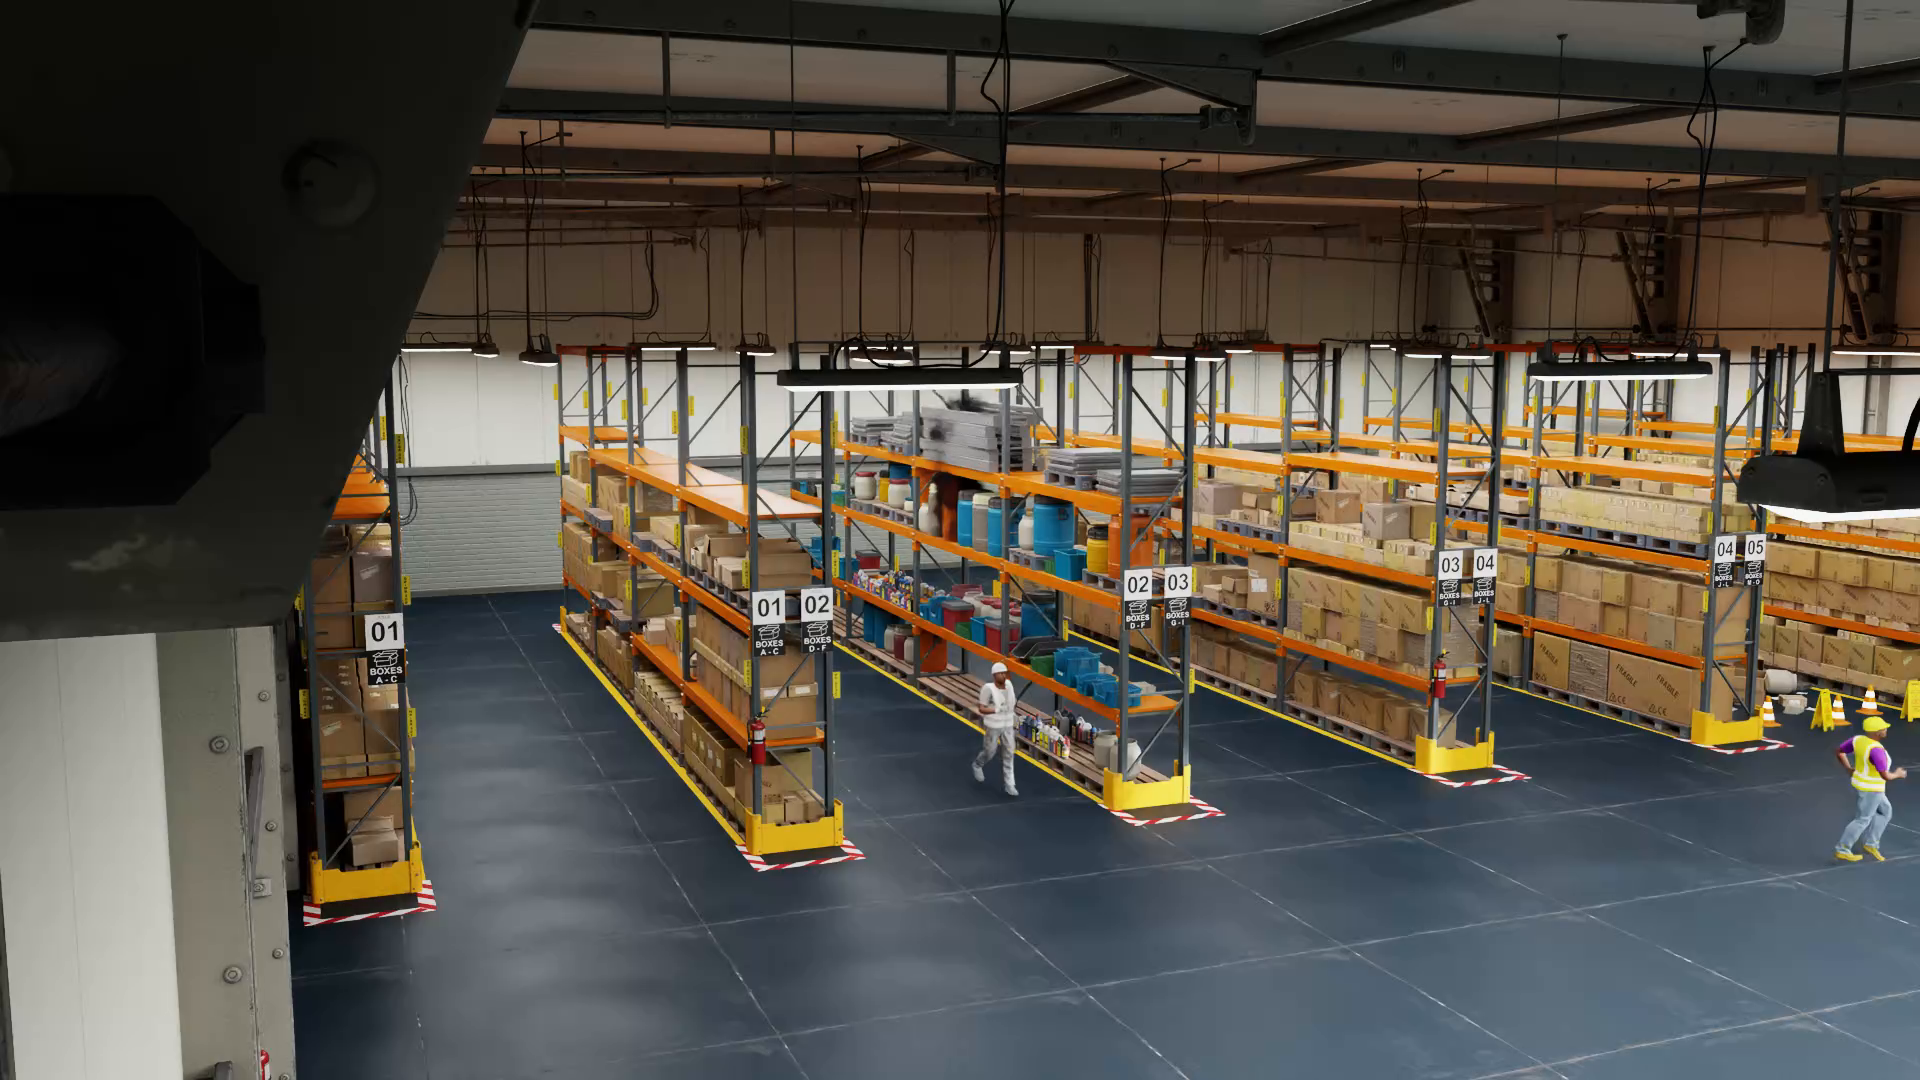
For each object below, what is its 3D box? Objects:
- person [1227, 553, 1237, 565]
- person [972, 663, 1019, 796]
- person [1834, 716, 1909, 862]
[{"bbox_3d":[6.791,0.191,41.778,0.546,1.676,0.759,7,10,43],"label":"person"},{"bbox_3d":[0.507,2.538,22.731,0.685,1.765,0.984,-5,9,-32],"label":"person"},{"bbox_3d":[10.769,2.963,19.656,0.747,1.796,0.682,1,7,10],"label":"person"}]
